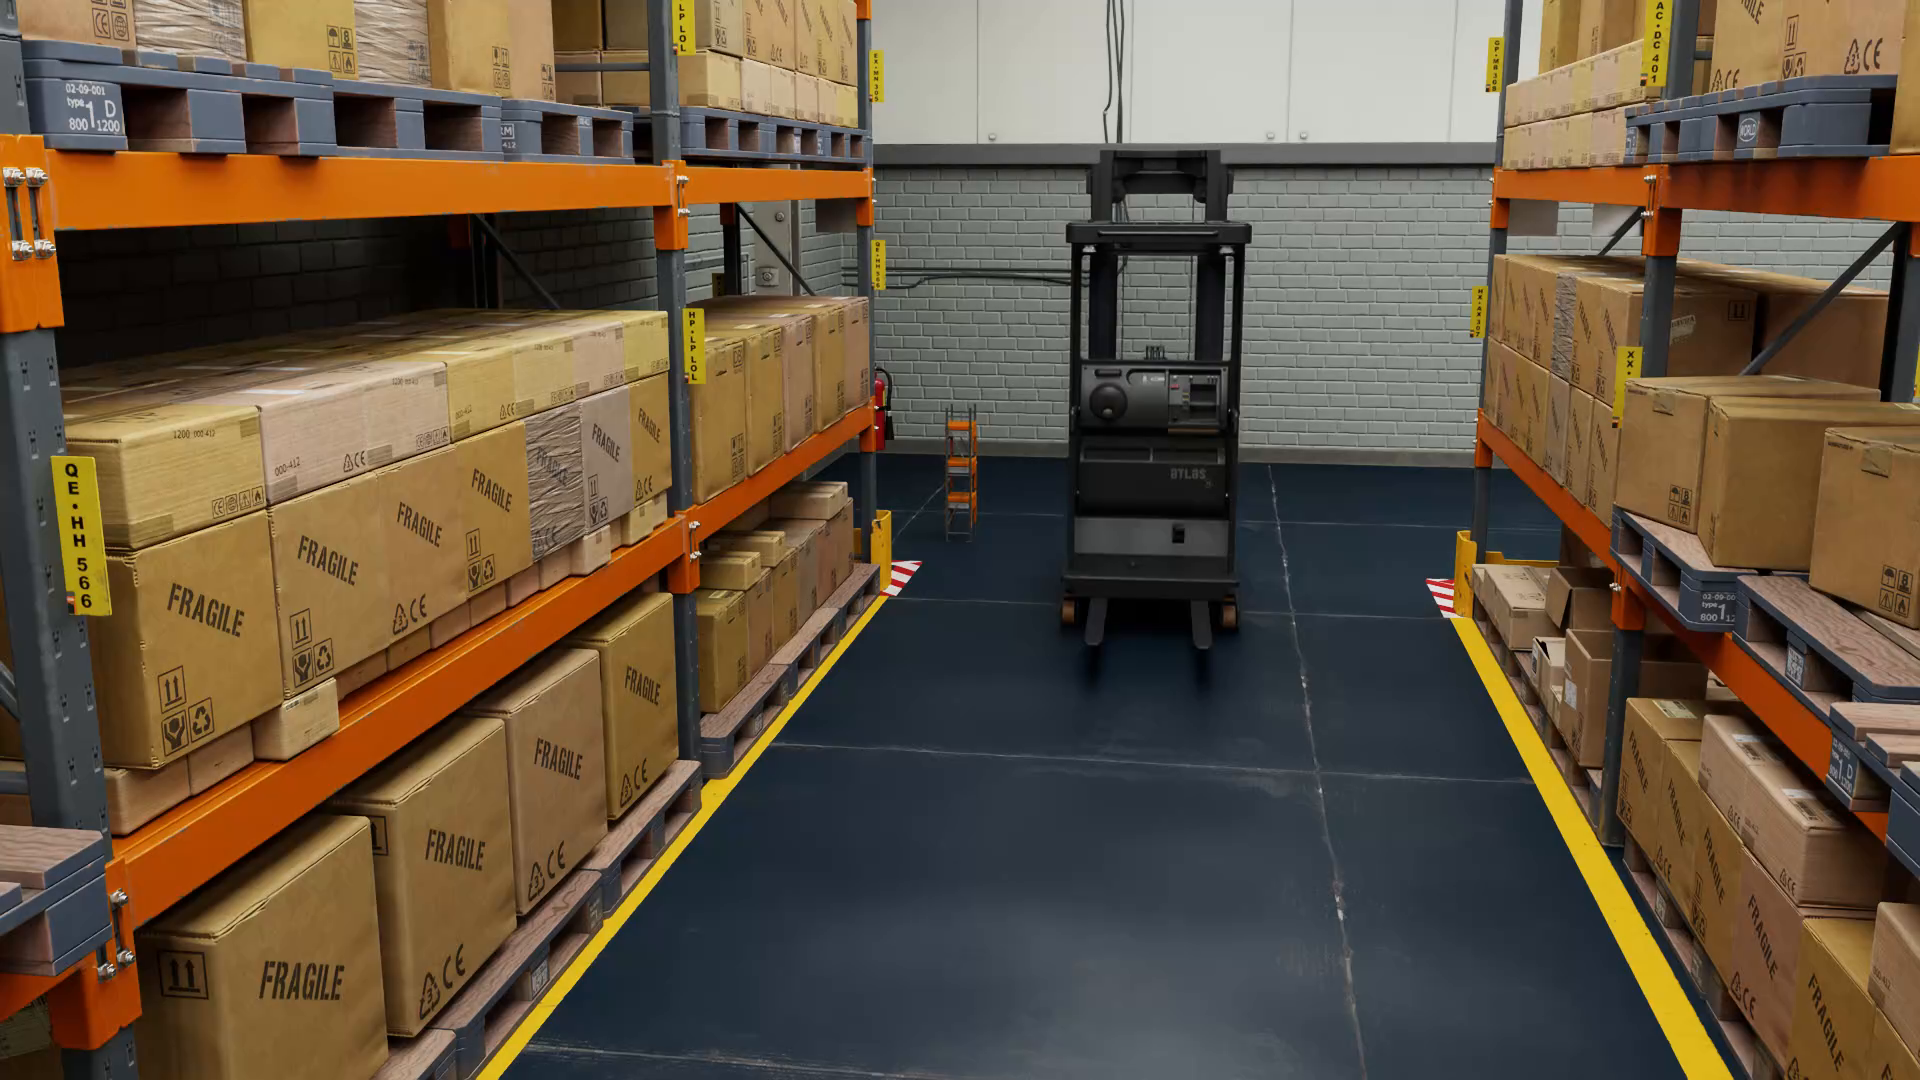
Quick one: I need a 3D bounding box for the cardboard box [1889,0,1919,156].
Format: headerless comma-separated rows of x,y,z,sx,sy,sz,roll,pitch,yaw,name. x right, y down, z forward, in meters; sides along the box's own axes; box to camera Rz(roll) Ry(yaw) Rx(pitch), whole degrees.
2.780,-1.157,3.884,0.910,0.500,0.500,2,12,9,cardboard box

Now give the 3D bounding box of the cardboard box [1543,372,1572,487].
3.181,-0.544,8.159,0.500,0.500,0.500,2,12,10,cardboard box

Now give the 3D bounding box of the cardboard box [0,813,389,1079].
-2.065,1.202,4.403,0.750,0.750,0.750,2,12,8,cardboard box

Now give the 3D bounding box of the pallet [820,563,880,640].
-1.123,0.372,10.768,1.003,0.211,1.213,2,12,9,pallet

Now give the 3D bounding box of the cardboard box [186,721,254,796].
-1.981,0.505,4.080,0.380,0.149,0.250,2,12,9,cardboard box

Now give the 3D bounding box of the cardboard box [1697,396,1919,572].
2.866,-0.186,5.500,0.700,0.500,0.500,4,13,18,cardboard box

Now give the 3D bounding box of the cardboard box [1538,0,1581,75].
3.595,-2.796,9.116,0.700,0.500,0.500,2,12,9,cardboard box

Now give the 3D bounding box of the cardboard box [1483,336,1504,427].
3.489,-0.966,10.117,0.500,0.500,0.500,2,12,10,cardboard box

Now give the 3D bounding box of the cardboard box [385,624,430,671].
-1.858,0.288,5.085,0.380,0.149,0.250,2,12,10,cardboard box

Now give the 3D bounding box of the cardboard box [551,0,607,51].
-1.815,-2.494,7.670,0.500,0.500,0.500,2,12,8,cardboard box

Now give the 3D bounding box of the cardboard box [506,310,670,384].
-1.511,-0.793,6.782,0.500,0.250,0.500,2,12,10,cardboard box

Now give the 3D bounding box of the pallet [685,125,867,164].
-1.181,-2.429,10.233,1.003,0.211,1.213,2,12,9,pallet

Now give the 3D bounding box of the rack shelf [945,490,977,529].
0.008,-0.242,12.995,0.215,0.259,0.240,2,12,9,rack shelf

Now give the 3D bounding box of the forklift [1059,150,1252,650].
1.217,-0.942,10.409,1.130,2.935,3.031,1,12,7,forklift

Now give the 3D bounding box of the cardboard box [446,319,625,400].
-1.600,-0.687,6.289,0.500,0.250,0.500,2,12,10,cardboard box

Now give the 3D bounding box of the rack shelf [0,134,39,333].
-2.615,-0.193,1.358,1.077,0.370,4.000,2,12,9,rack shelf

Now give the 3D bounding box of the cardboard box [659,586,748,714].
-1.476,0.537,8.320,0.700,0.500,0.500,2,12,9,cardboard box

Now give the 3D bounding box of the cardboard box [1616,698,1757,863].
2.888,0.932,6.439,0.500,0.500,0.500,1,12,6,cardboard box

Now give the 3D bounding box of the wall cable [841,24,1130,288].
0.146,-3.741,16.362,3.097,2.526,0.112,2,12,9,wall cable

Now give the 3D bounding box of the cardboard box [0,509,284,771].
-1.980,0.208,3.917,0.500,0.500,0.500,2,12,10,cardboard box

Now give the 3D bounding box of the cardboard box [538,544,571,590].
-1.650,0.076,6.069,0.380,0.149,0.250,2,12,9,cardboard box

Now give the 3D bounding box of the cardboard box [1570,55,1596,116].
3.169,-2.123,7.776,0.500,0.250,0.500,2,12,9,cardboard box

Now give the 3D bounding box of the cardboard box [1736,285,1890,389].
3.553,-0.795,6.950,0.500,0.500,0.500,2,12,10,cardboard box

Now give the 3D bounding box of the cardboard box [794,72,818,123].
-1.082,-2.430,9.149,0.500,0.250,0.500,2,12,7,cardboard box

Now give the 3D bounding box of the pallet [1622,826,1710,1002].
3.115,1.366,6.155,1.003,0.211,1.213,2,12,9,pallet

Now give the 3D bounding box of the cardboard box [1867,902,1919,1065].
2.504,1.091,3.921,0.500,0.250,0.500,2,12,11,cardboard box

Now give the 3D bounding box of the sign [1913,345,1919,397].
3.752,-0.717,6.451,0.100,0.325,0.005,2,12,9,sign

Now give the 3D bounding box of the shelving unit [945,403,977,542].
0.008,-0.524,12.934,0.215,1.050,0.252,2,12,9,shelving unit

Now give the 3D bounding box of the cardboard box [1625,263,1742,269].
3.869,-1.224,8.940,0.500,0.500,0.500,2,12,10,cardboard box

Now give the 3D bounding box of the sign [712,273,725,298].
-1.625,-1.642,11.248,0.100,0.325,0.005,2,12,9,sign

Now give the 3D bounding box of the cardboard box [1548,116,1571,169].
3.252,-1.983,8.310,0.500,0.250,0.500,2,12,9,cardboard box

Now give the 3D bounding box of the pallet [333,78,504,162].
-2.092,-1.238,4.945,1.003,0.211,1.213,2,12,11,pallet

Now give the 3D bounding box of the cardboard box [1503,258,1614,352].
3.416,-1.345,9.506,0.500,0.500,0.500,2,12,9,cardboard box

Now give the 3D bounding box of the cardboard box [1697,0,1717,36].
3.240,-2.274,6.697,0.700,0.500,0.500,2,12,9,cardboard box

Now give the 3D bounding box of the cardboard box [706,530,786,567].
-1.163,0.045,9.059,0.380,0.149,0.250,2,12,7,cardboard box

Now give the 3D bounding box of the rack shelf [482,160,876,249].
-1.385,-1.859,9.086,1.077,0.370,4.000,2,12,9,rack shelf

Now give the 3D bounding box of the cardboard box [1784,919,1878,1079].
2.580,1.362,4.445,0.500,0.500,0.500,1,12,7,cardboard box

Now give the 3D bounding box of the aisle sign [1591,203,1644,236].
4.131,-2.276,10.263,0.394,0.787,0.004,2,12,9,aisle sign

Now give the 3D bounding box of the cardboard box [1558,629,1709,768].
3.010,0.711,7.463,0.500,0.500,0.500,2,12,9,cardboard box

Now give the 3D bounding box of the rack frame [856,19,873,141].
-1.077,-4.093,10.626,1.000,3.000,0.127,2,12,9,rack frame

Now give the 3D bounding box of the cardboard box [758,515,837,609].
-1.163,0.109,10.302,0.700,0.500,0.500,2,12,8,cardboard box

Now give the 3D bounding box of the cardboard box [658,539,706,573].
-1.576,0.079,8.906,0.380,0.149,0.250,1,12,7,cardboard box

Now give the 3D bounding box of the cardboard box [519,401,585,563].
-1.669,-0.217,5.888,0.500,0.500,0.500,2,12,9,cardboard box

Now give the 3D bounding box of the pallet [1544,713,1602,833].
3.310,1.052,7.610,1.003,0.211,1.213,2,12,9,pallet

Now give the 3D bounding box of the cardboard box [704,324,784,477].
-1.475,-0.739,8.588,0.980,0.700,0.700,2,12,7,cardboard box

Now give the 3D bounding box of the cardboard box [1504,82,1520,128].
3.482,-2.540,9.707,0.500,0.250,0.500,2,12,9,cardboard box

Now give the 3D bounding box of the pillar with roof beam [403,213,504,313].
1.814,-3.295,6.921,9.100,9.000,0.400,2,12,9,pillar with roof beam

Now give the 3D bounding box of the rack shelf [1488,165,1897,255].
3.511,-1.699,8.345,1.077,0.370,4.000,2,12,9,rack shelf

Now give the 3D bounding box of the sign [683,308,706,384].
-1.155,-0.839,7.208,0.100,0.325,0.005,2,12,9,sign

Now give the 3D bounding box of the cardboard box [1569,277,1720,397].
3.101,-0.926,7.560,0.500,0.500,0.500,2,12,8,cardboard box

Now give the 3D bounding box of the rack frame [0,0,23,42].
-2.308,-2.428,2.898,1.000,3.000,0.127,2,12,9,rack frame

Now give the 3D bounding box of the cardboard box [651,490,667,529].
-1.465,-0.135,7.049,0.380,0.149,0.250,2,12,9,cardboard box

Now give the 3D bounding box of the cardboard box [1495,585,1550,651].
3.300,0.441,9.312,0.500,0.250,0.500,2,12,9,cardboard box

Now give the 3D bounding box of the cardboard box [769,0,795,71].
-1.162,-2.691,8.582,0.500,0.500,0.500,2,12,9,cardboard box

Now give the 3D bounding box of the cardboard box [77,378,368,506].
-1.901,-0.264,4.326,0.500,0.250,0.500,2,12,8,cardboard box

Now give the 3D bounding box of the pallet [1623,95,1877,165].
3.033,-1.409,5.737,1.213,0.211,1.003,2,12,9,pallet

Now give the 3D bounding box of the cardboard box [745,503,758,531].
-1.419,-0.134,9.891,0.380,0.149,0.250,2,12,9,cardboard box

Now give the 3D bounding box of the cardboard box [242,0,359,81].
-2.162,-1.555,4.687,0.700,0.500,0.500,3,12,12,cardboard box
